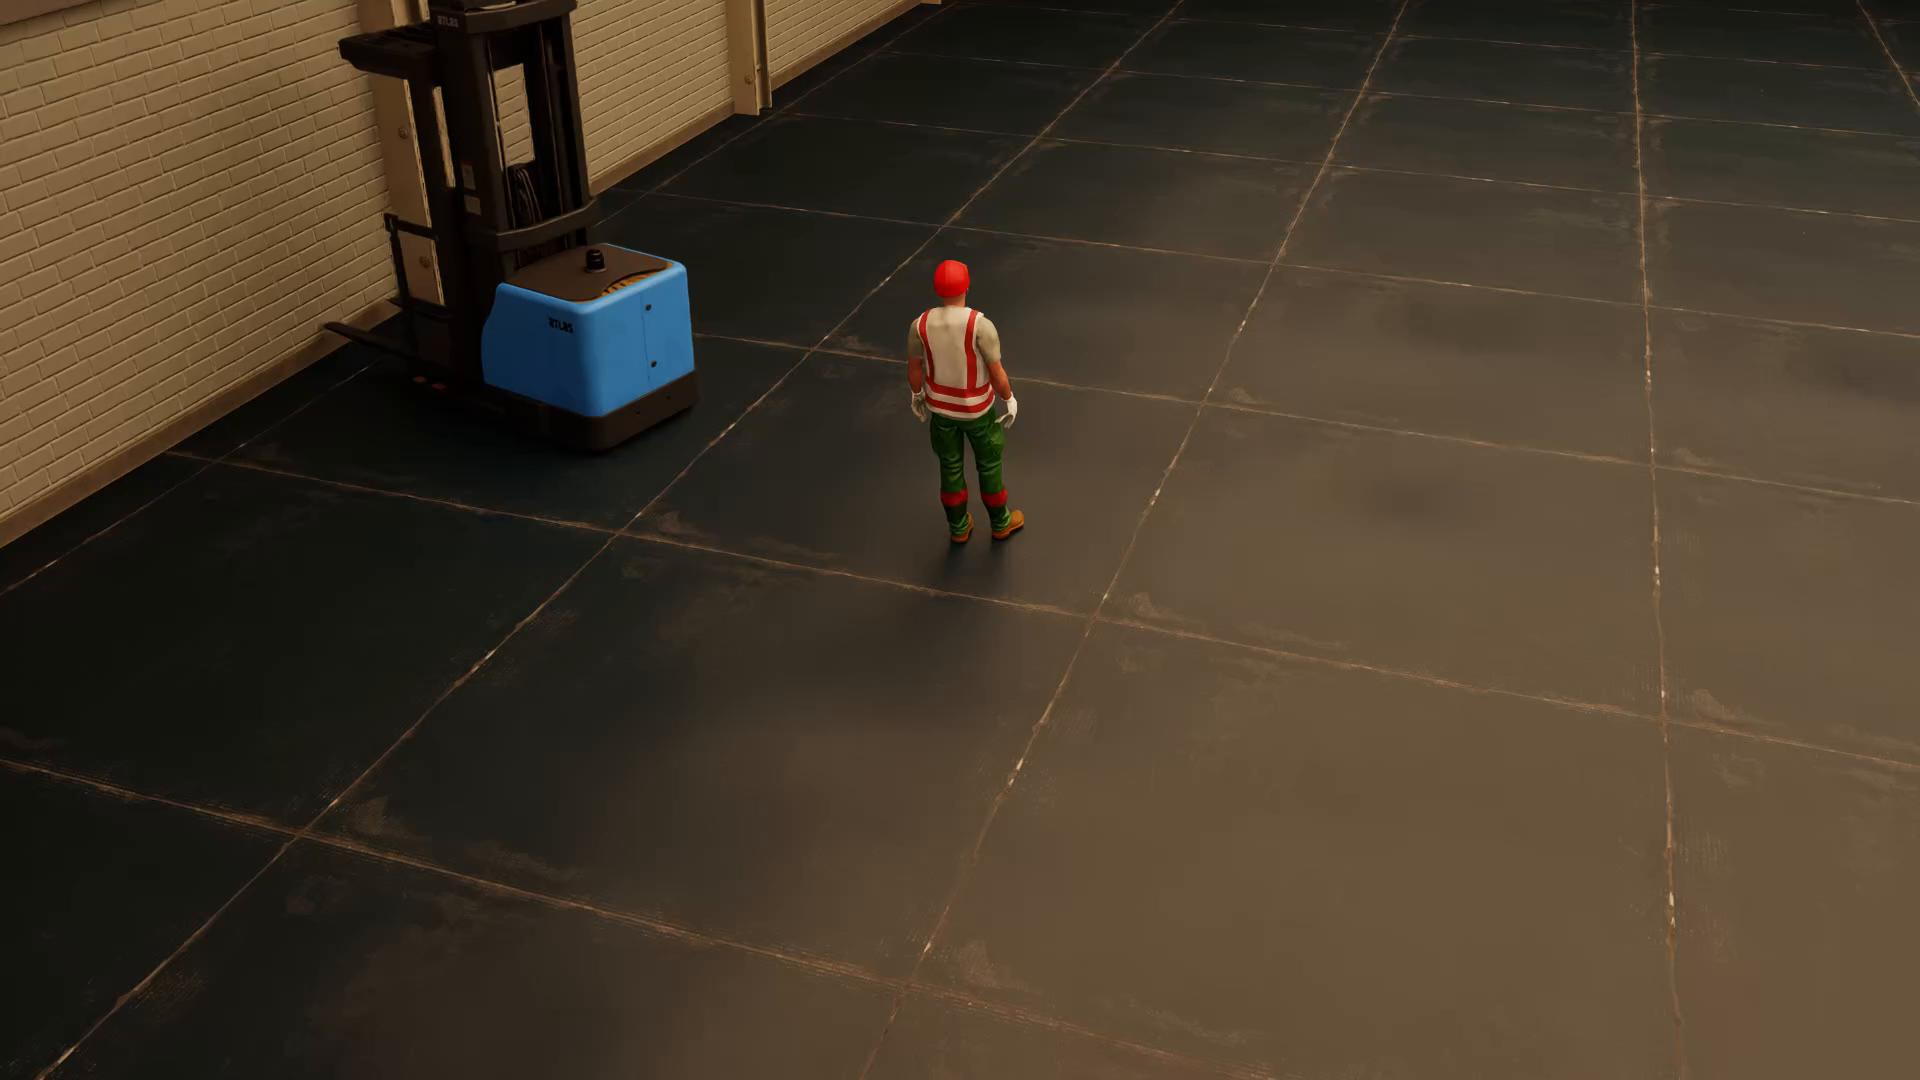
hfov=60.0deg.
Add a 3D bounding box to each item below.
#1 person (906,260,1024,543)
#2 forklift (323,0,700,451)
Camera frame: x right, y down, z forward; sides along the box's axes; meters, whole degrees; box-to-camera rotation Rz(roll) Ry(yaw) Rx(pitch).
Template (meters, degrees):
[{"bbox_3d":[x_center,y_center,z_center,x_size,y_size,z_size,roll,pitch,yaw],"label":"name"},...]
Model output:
[{"bbox_3d":[0.038,-0.820,9.712,0.637,1.790,0.562,10,31,16],"label":"person"},{"bbox_3d":[-3.338,-2.415,11.372,3.031,2.935,1.130,18,34,29],"label":"forklift"}]
